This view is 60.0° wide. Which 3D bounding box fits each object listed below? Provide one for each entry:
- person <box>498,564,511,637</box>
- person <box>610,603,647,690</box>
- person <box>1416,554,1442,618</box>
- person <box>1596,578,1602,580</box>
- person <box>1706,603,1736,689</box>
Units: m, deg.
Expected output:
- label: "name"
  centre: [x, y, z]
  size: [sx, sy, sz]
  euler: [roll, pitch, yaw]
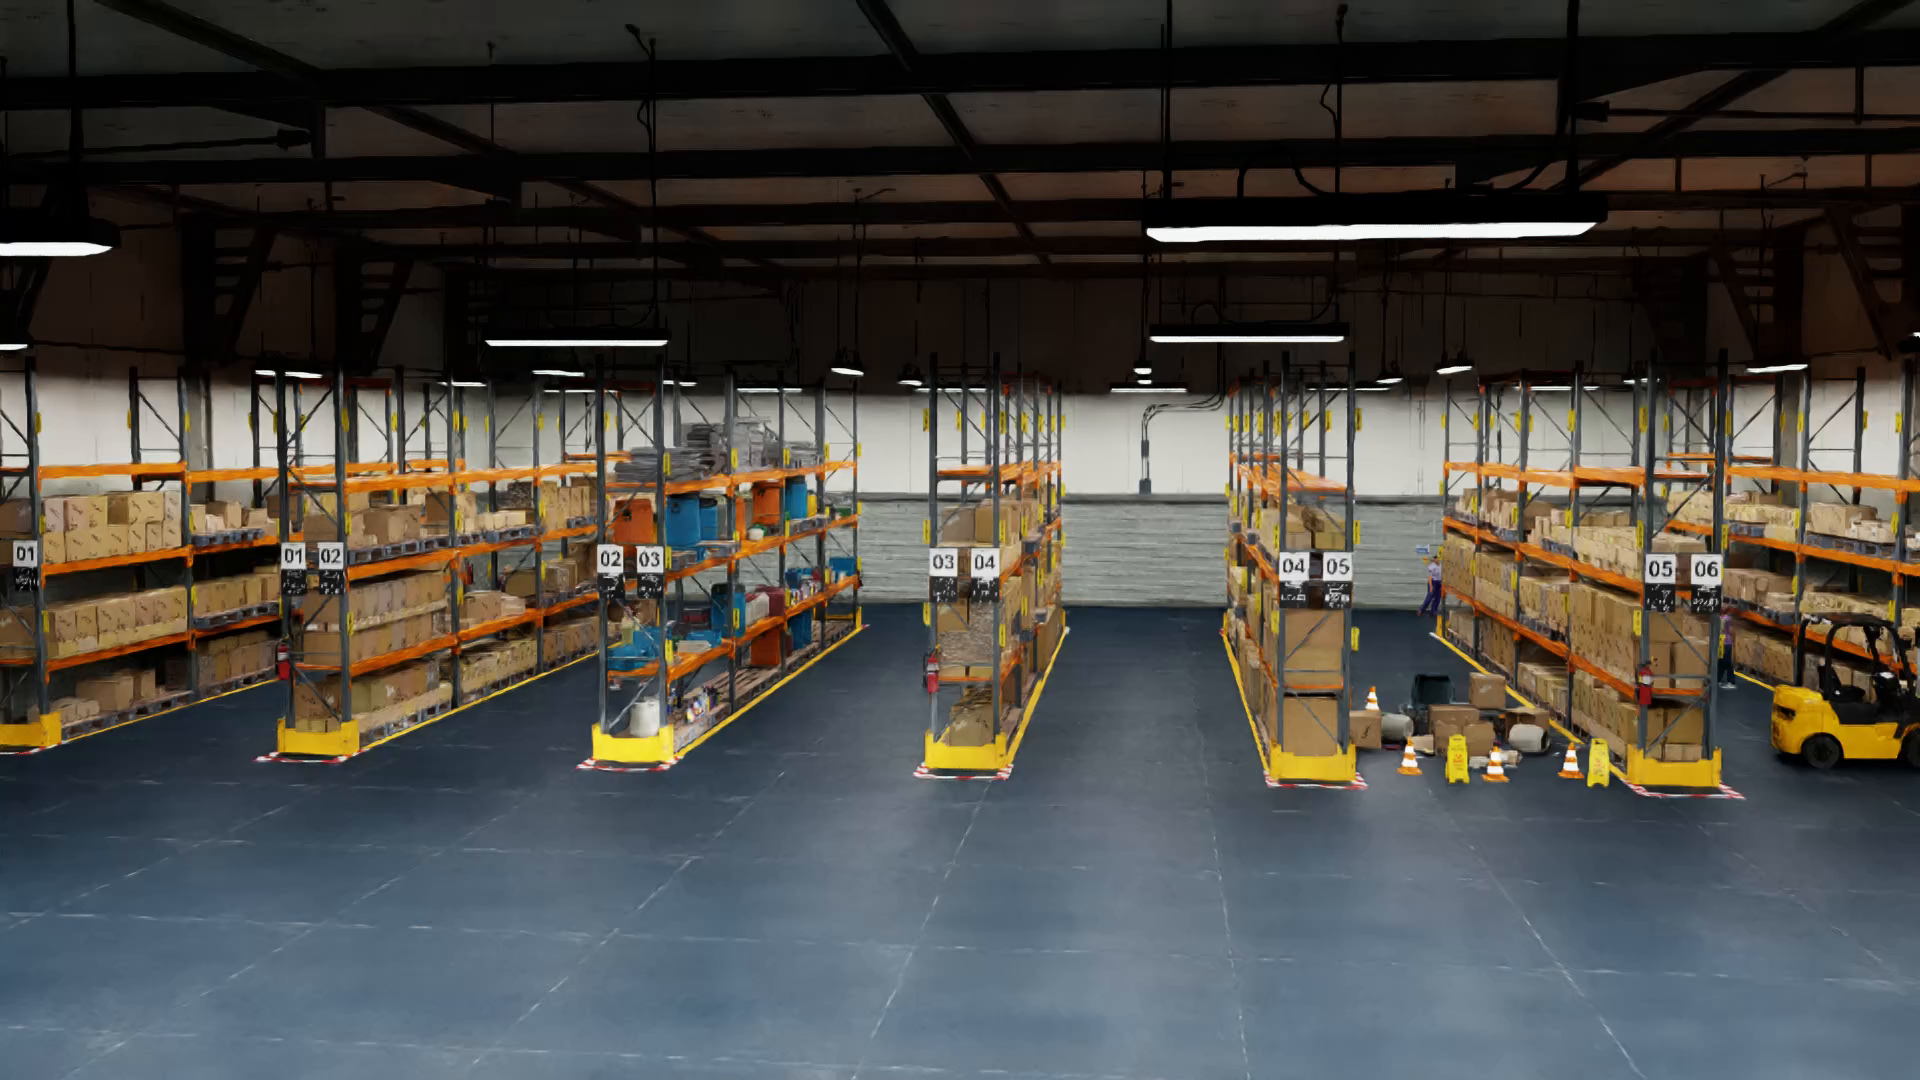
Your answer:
- label: "person"
  centre: [-10.447, 1.415, 38.563]
  size: [0.729, 1.733, 0.546]
  euler: [0, 4, 5]
- label: "person"
  centre: [-6.176, 1.984, 31.143]
  size: [0.447, 1.605, 1.017]
  euler: [1, 4, 15]
- label: "person"
  centre: [12.047, 1.177, 42.572]
  size: [0.677, 1.641, 0.518]
  euler: [-3, 5, -36]
- label: "person"
  centre: [13.488, 1.640, 35.173]
  size: [0.580, 1.719, 0.669]
  euler: [3, 5, 32]
- label: "person"
  centre: [14.358, 1.977, 31.328]
  size: [0.536, 1.590, 0.534]
  euler: [2, 5, 29]
